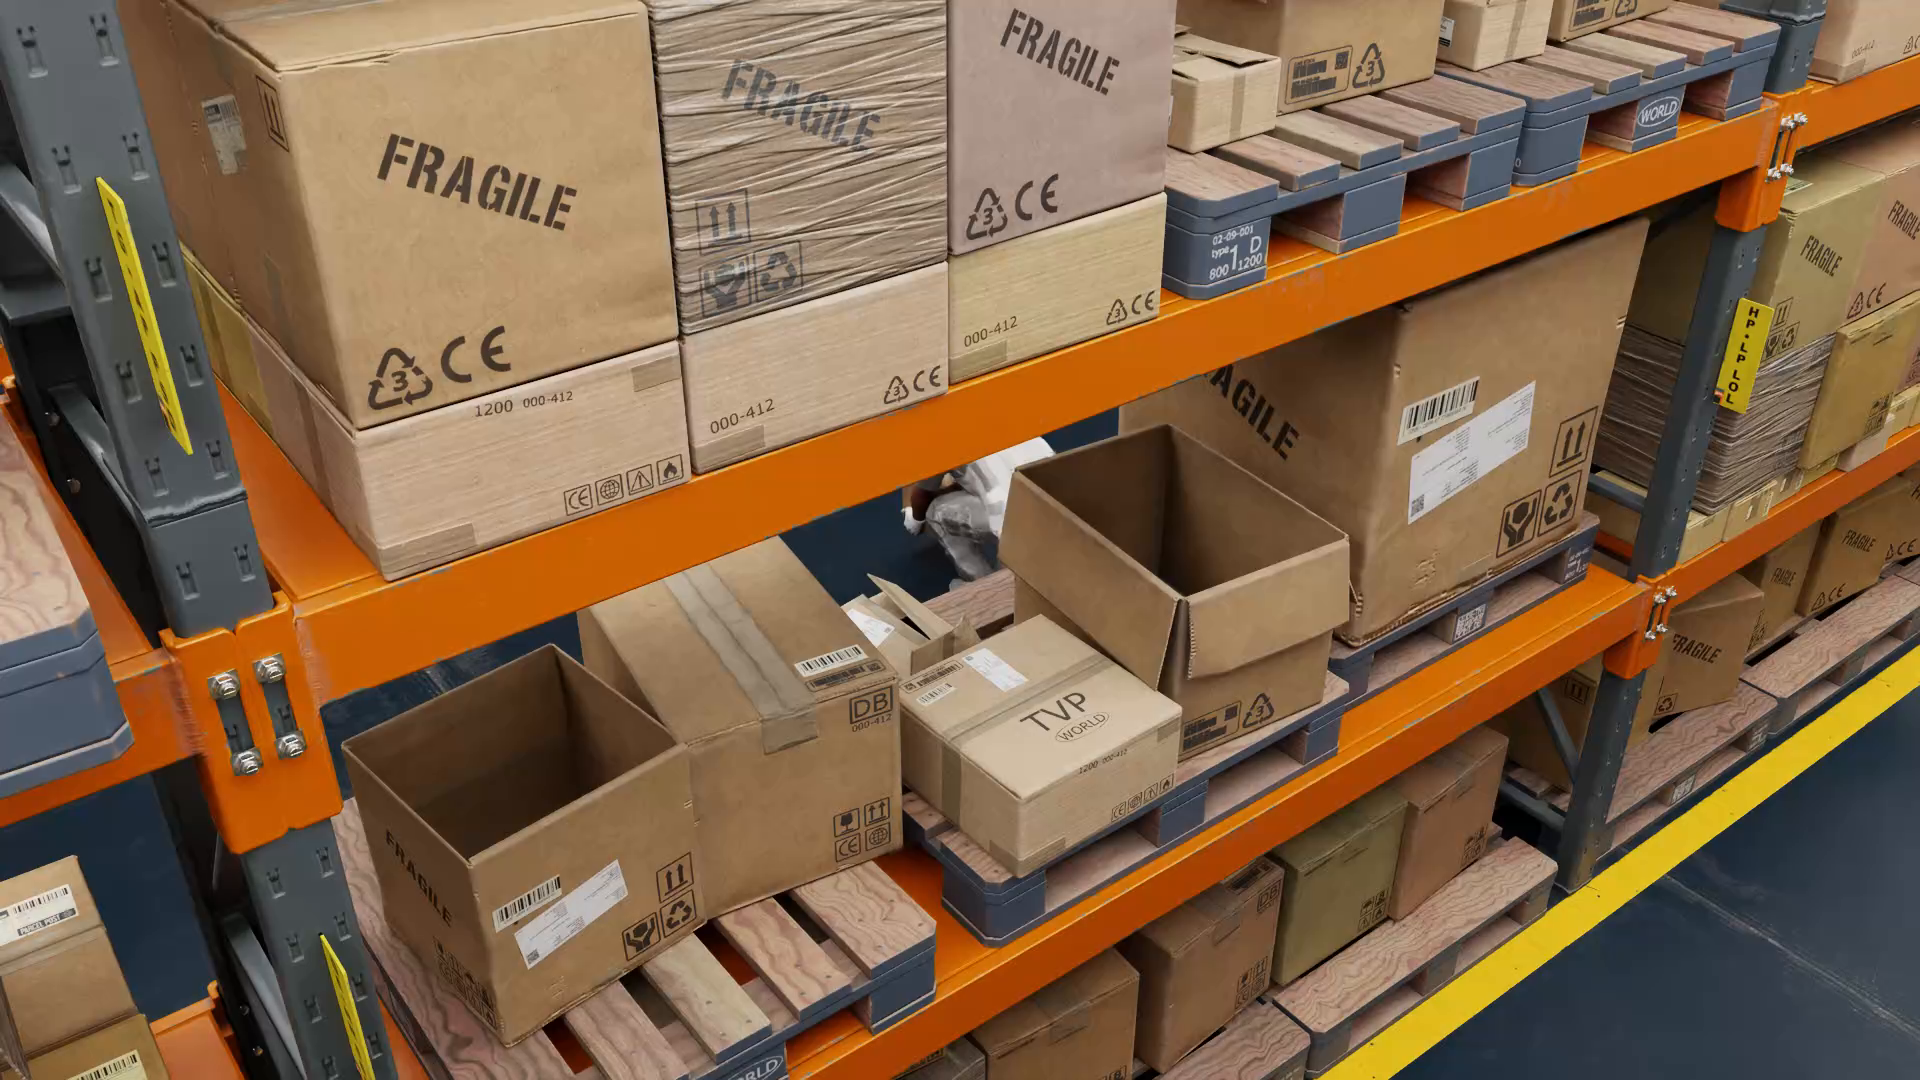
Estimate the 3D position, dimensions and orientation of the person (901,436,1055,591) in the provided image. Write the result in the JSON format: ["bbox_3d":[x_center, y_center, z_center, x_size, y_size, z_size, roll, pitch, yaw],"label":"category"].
[{"bbox_3d":[0.097,-0.210,7.192,0.546,1.013,0.879,-23,39,-32],"label":"person"}]
